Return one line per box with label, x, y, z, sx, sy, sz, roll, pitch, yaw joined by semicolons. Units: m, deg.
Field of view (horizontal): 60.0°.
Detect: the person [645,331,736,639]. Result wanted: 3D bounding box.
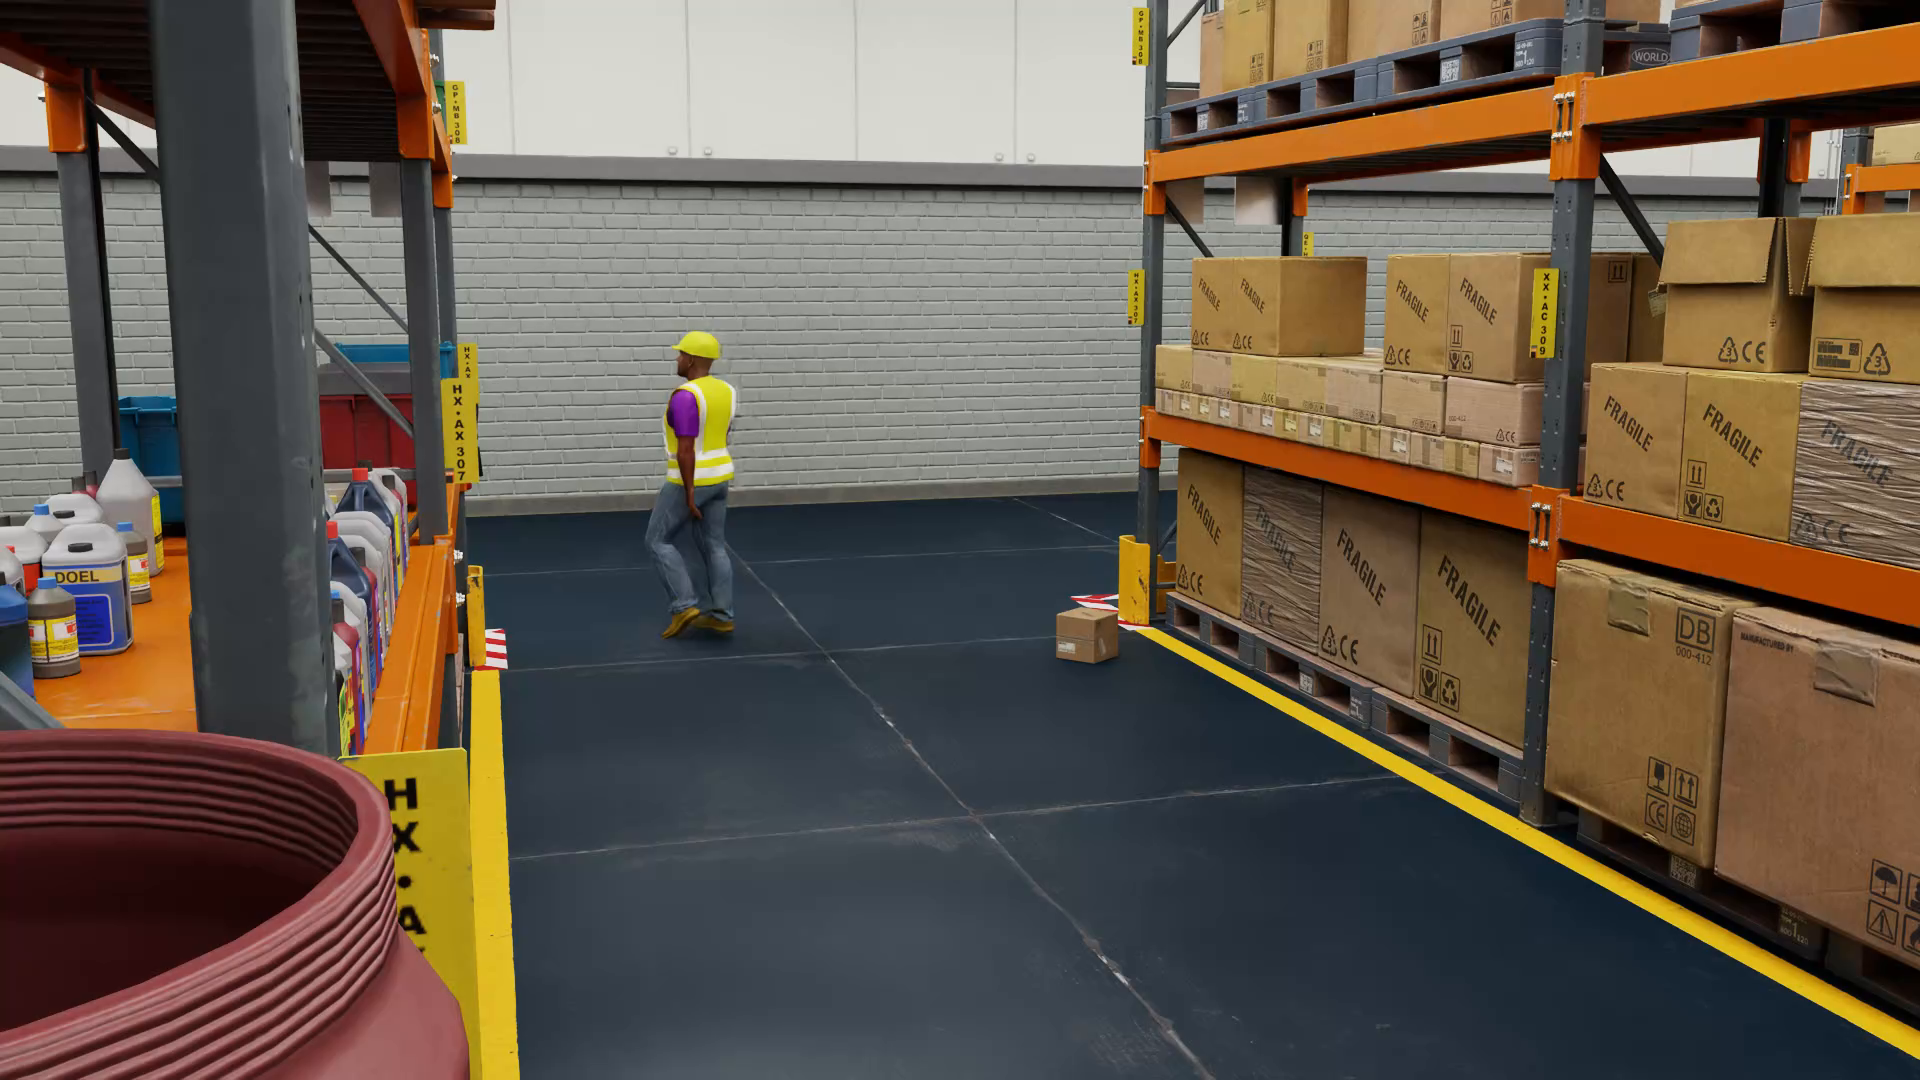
person;-1.543;-0.310;9.713;0.504;1.809;0.563;5;10;28
